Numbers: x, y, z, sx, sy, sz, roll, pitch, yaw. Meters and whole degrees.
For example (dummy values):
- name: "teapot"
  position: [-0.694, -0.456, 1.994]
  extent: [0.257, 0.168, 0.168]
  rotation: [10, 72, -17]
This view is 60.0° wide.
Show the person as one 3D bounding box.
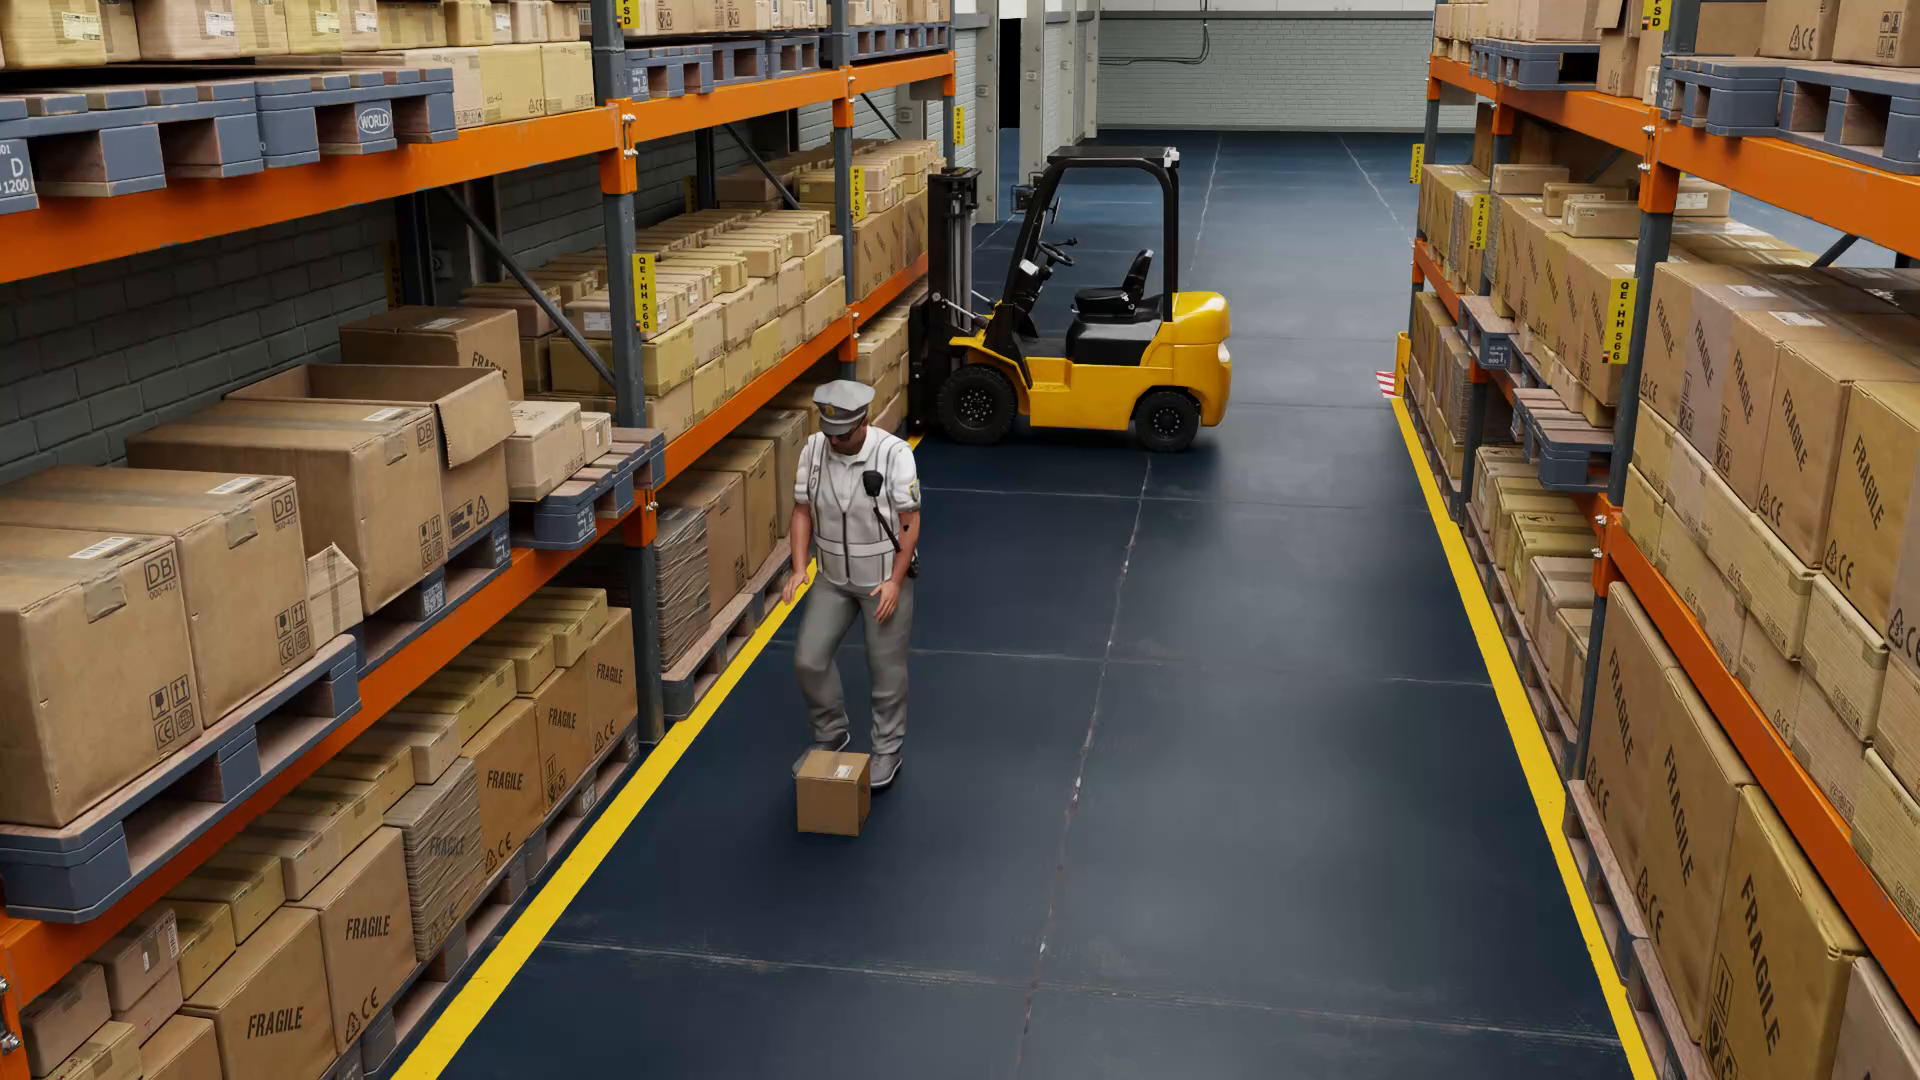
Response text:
- name: "person"
  position: [-0.503, 0.197, 6.939]
  extent: [0.463, 1.759, 0.399]
  rotation: [6, 19, 18]
